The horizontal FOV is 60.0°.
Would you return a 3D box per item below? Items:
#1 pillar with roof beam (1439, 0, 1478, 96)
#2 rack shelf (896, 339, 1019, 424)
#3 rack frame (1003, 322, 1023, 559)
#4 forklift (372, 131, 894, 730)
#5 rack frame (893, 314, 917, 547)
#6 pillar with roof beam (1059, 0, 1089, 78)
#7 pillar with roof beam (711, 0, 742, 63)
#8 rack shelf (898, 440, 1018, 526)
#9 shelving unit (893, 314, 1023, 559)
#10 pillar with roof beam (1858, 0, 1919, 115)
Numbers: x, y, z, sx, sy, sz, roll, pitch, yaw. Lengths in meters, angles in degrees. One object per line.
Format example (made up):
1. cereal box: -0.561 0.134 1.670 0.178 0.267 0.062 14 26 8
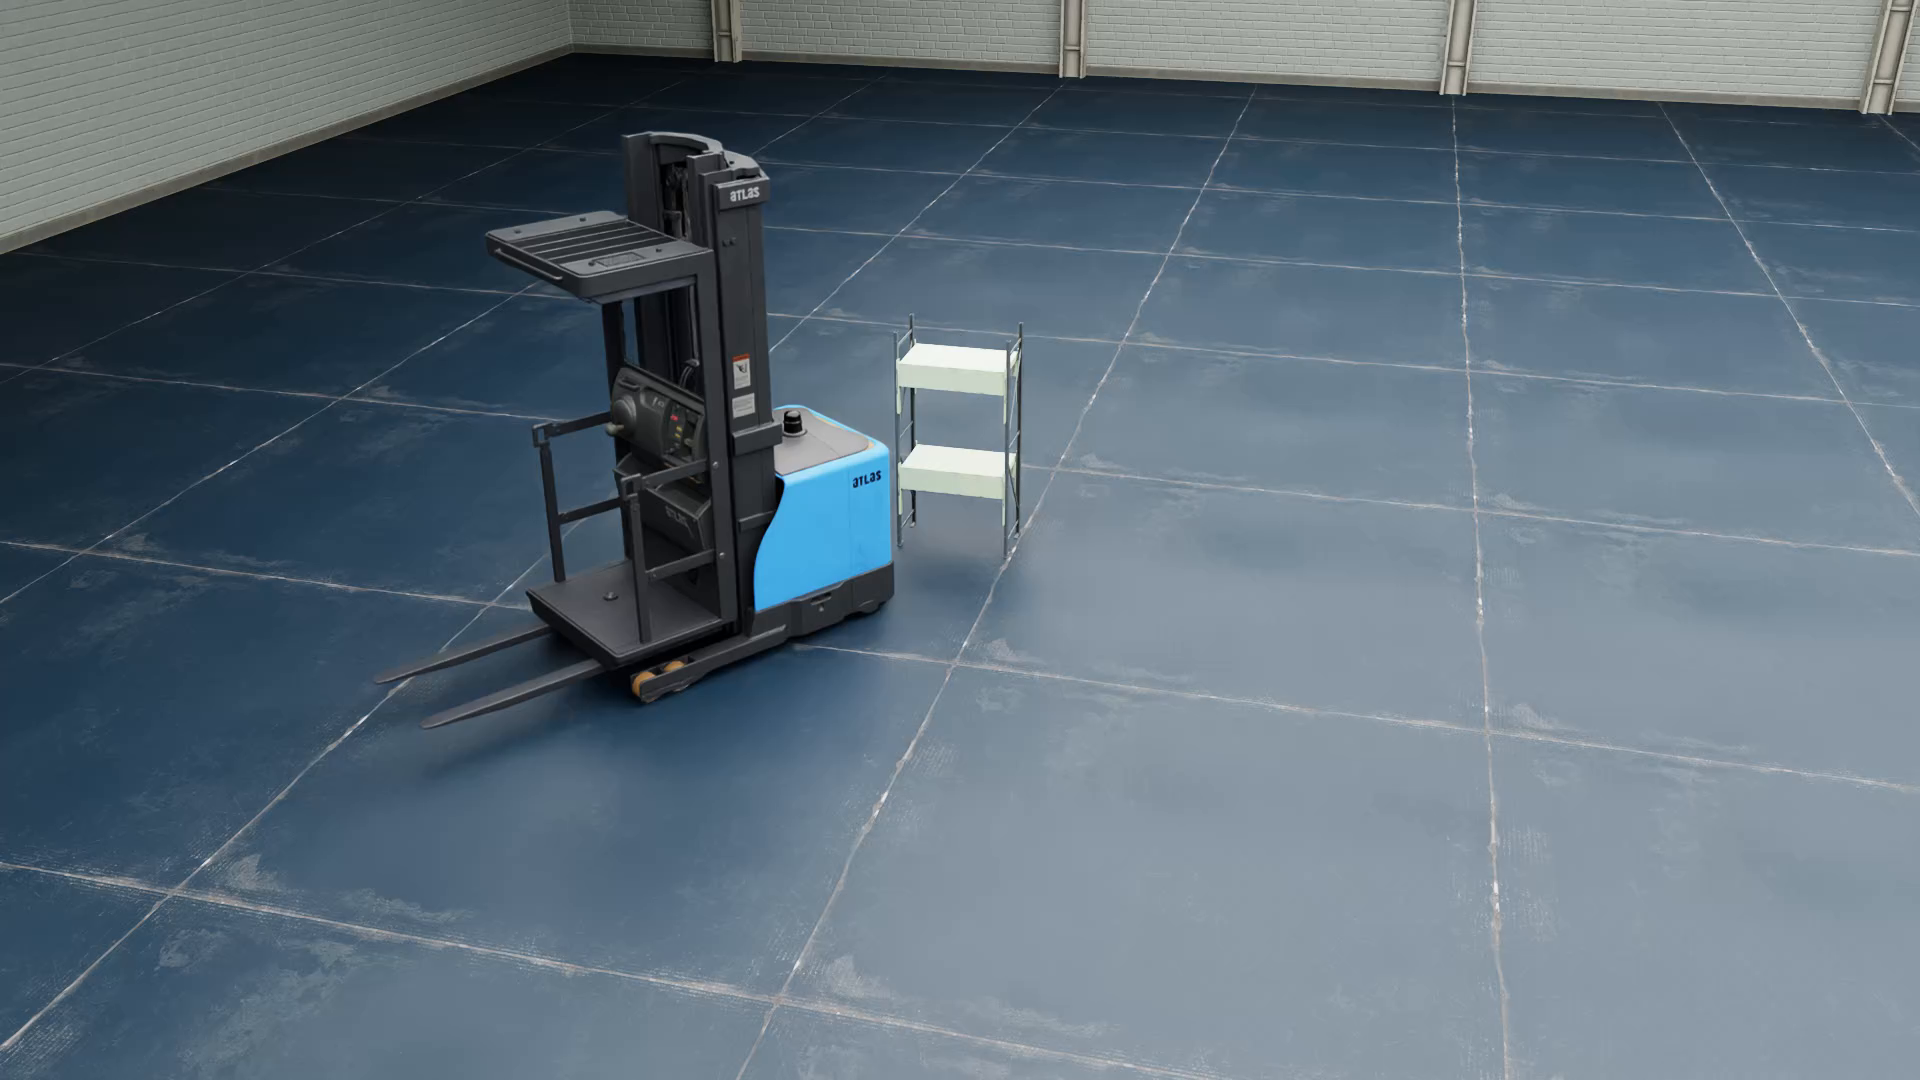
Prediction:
1. pillar with roof beam: 6.579 -9.210 20.128 0.400 9.000 9.100 6 26 13
2. rack shelf: -0.006 -1.030 10.761 0.720 0.370 0.431 6 26 13
3. rack frame: 0.348 -0.639 10.847 0.023 1.500 0.400 6 26 13
4. forklift: -1.860 -0.668 9.243 3.031 2.935 1.130 -20 32 -36
5. rack frame: -0.361 -0.717 11.011 0.023 1.500 0.400 6 26 13
6. pillar with roof beam: 0.768 -9.853 21.477 0.400 9.000 9.100 6 26 13
7. pillar with roof beam: -5.043 -10.495 22.826 0.400 9.000 9.100 6 26 13
8. rack shelf: -0.006 -0.384 11.069 0.720 0.370 0.431 6 26 13
9. shelving unit: -0.006 -0.678 10.929 0.755 1.500 0.431 6 26 13
10. pillar with roof beam: 12.390 -8.568 18.778 0.400 9.000 9.100 6 26 13
